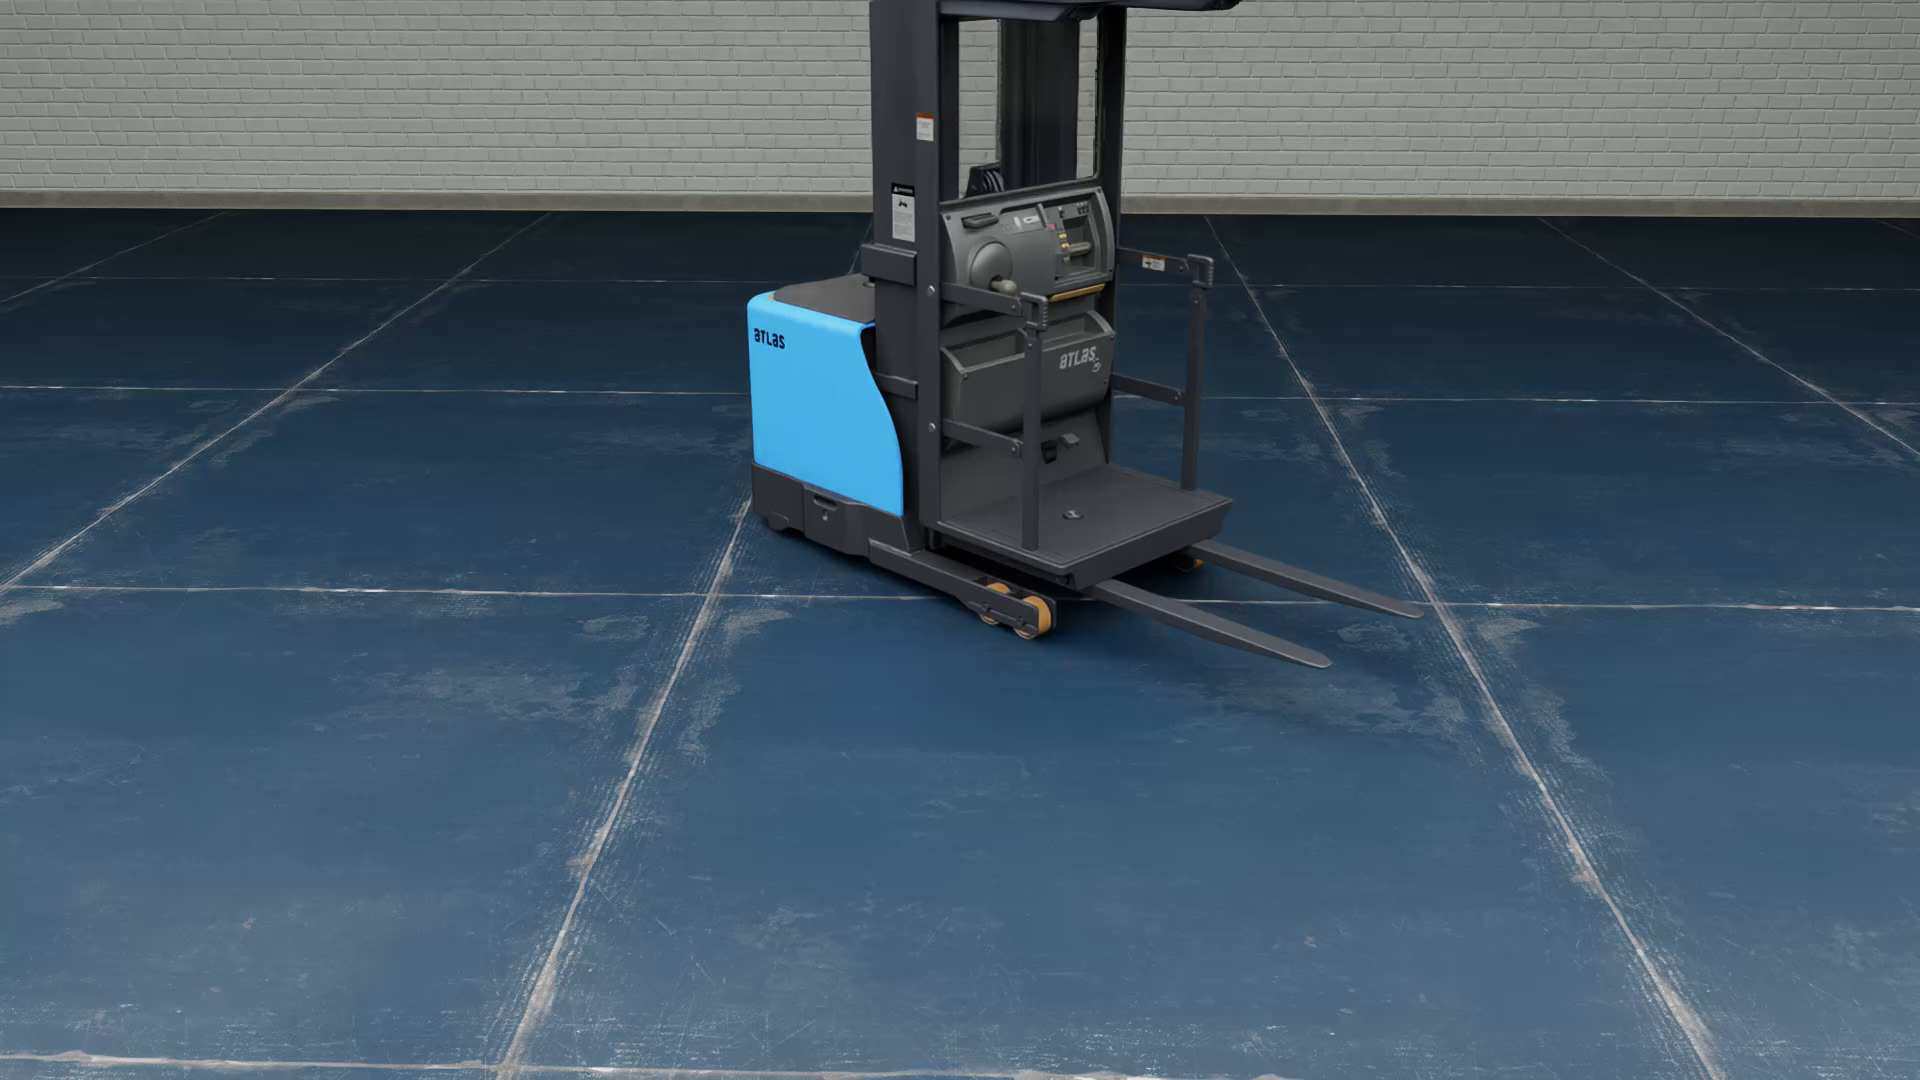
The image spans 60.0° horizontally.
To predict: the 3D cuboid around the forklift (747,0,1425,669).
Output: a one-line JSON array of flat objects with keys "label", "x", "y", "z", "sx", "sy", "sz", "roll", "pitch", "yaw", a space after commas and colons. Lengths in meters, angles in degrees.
[{"label": "forklift", "x": 0.435, "y": -1.188, "z": 6.539, "sx": 1.130, "sy": 2.935, "sz": 3.031, "roll": -20, "pitch": 29, "yaw": -41}]
